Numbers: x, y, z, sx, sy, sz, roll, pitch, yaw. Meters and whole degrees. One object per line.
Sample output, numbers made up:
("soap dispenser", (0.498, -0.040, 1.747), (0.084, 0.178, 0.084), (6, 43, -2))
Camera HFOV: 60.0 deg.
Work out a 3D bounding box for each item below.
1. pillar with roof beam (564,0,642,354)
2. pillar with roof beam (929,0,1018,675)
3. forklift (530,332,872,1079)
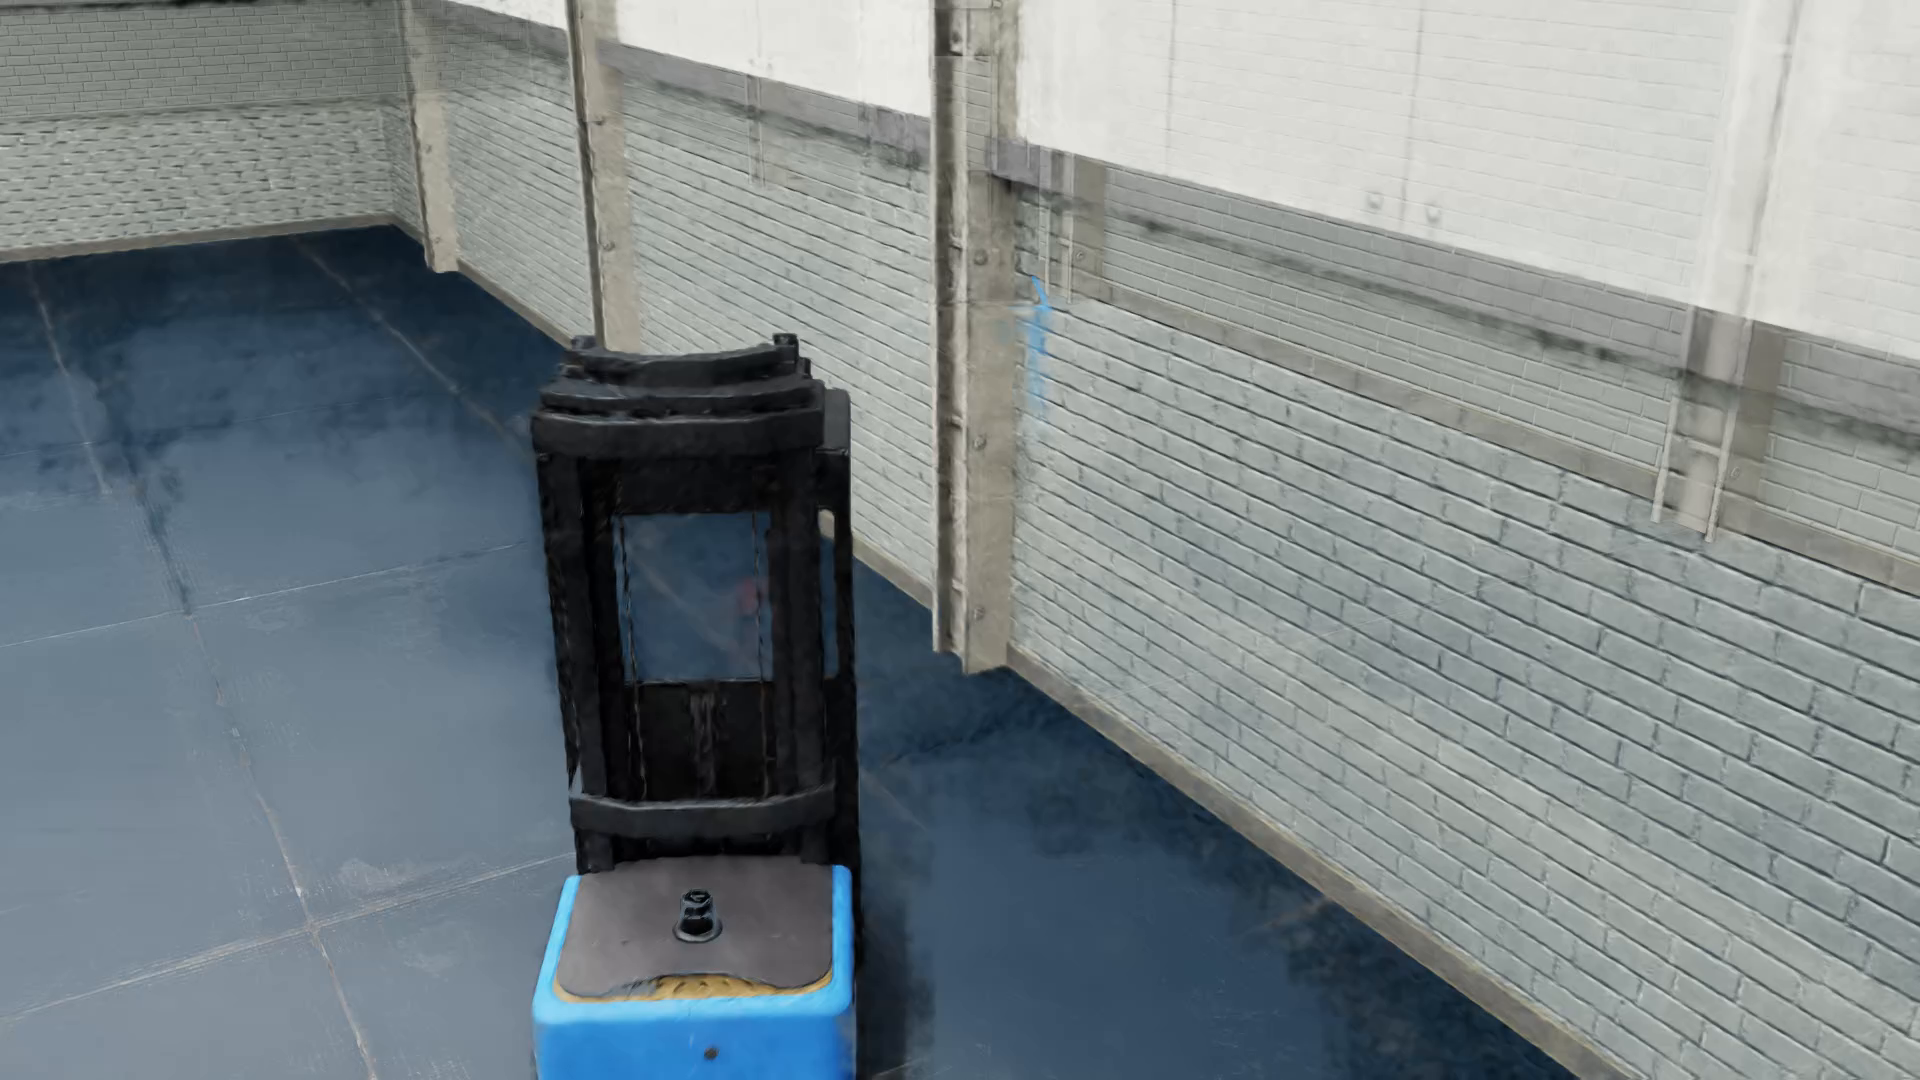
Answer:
("pillar with roof beam", (-5.830, -7.301, 14.822), (9.100, 9.000, 0.400), (-13, 25, -28))
("pillar with roof beam", (-2.765, -5.358, 10.044), (9.100, 9.000, 0.400), (-13, 25, -28))
("forklift", (-0.080, -2.172, 10.263), (1.130, 2.935, 3.031), (-1, 22, -4))
